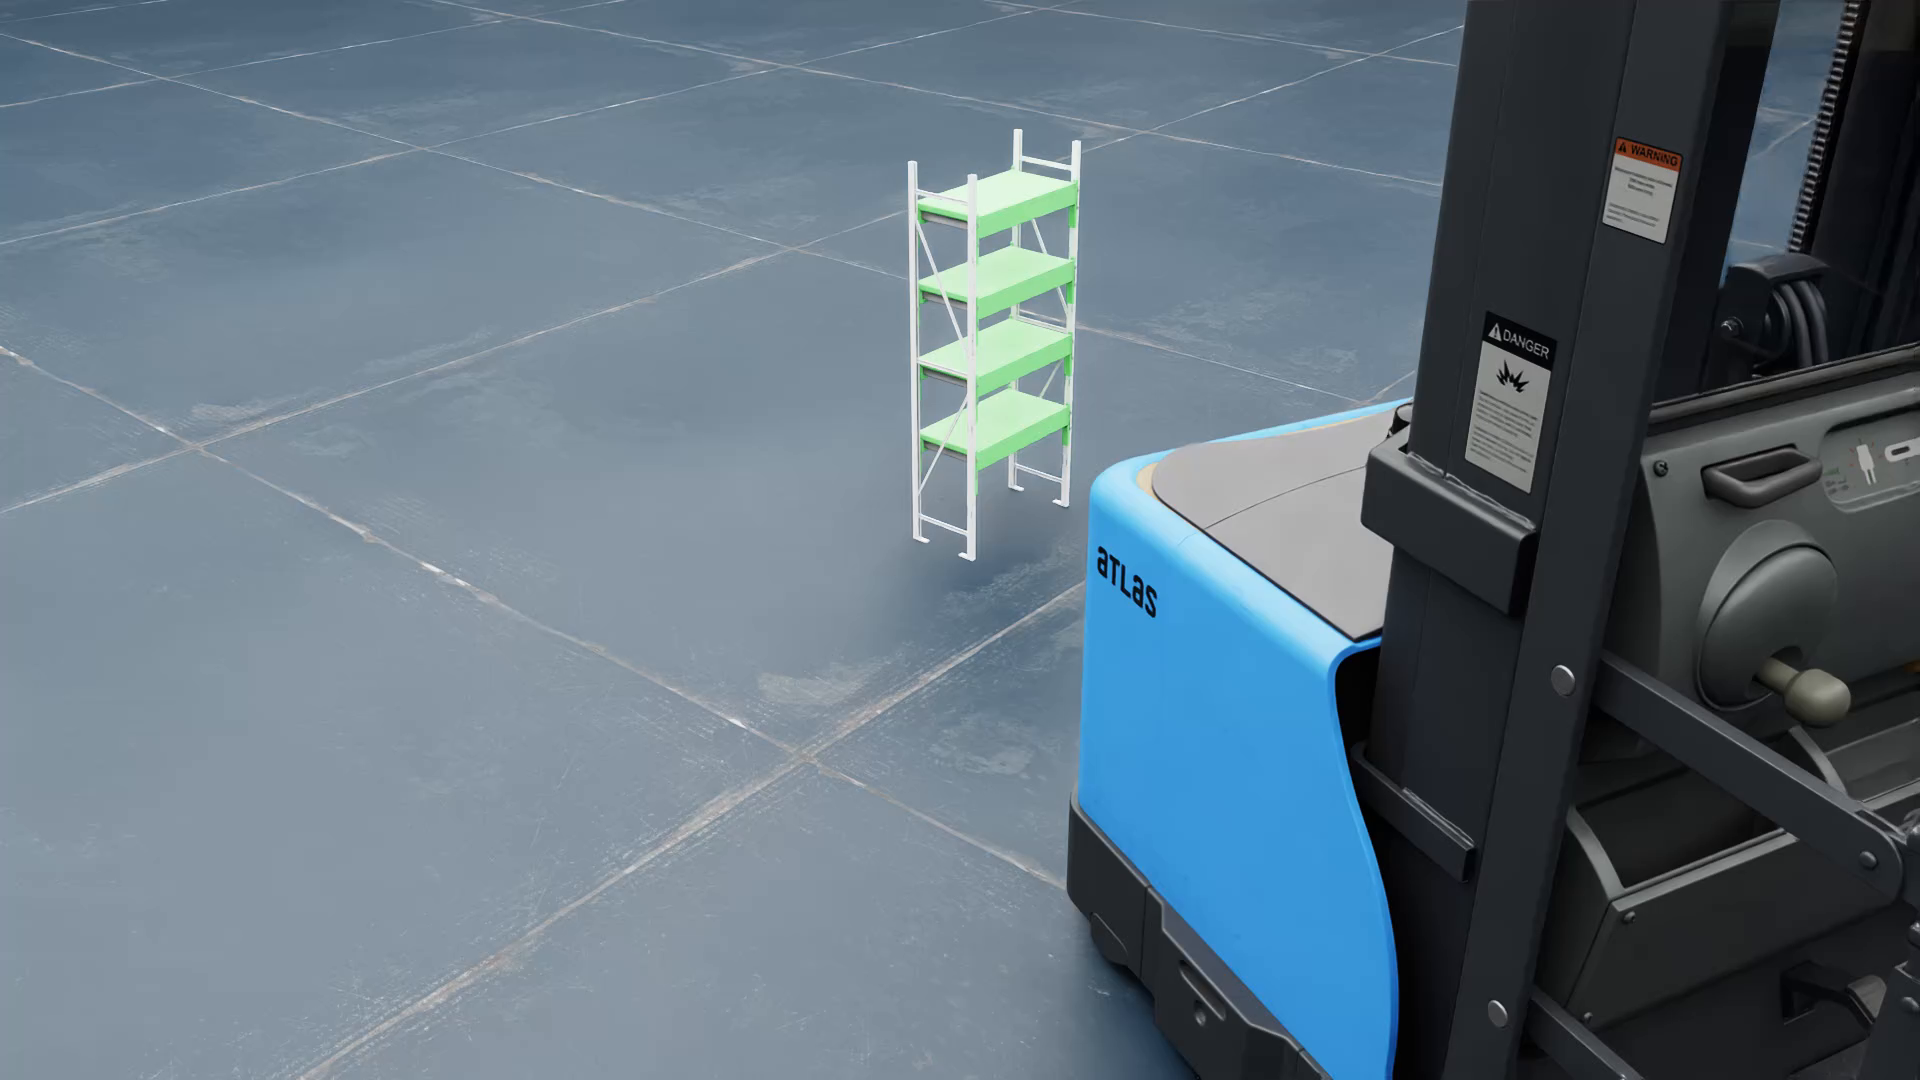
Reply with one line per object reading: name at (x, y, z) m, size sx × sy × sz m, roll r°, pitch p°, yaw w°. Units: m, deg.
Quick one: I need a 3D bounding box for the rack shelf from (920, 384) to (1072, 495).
rack shelf at (0.105, -0.322, 5.227) m, size 0.258 × 0.148 × 0.480 m, roll 21°, pitch 34°, yaw 34°

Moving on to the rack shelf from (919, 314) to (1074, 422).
rack shelf at (0.105, -0.535, 5.117) m, size 0.258 × 0.148 × 0.480 m, roll 21°, pitch 34°, yaw 34°

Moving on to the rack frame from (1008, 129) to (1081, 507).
rack frame at (0.261, -0.678, 5.255) m, size 0.240 × 1.200 × 0.015 m, roll 21°, pitch 34°, yaw 34°

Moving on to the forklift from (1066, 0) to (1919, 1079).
forklift at (1.341, 0.015, 2.031) m, size 1.130 × 2.935 × 3.031 m, roll -13°, pitch 30°, yaw -23°

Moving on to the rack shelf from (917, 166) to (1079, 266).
rack shelf at (0.105, -0.961, 4.897) m, size 0.258 × 0.148 × 0.480 m, roll 21°, pitch 34°, yaw 34°

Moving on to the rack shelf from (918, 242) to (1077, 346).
rack shelf at (0.105, -0.748, 5.007) m, size 0.258 × 0.148 × 0.480 m, roll 21°, pitch 34°, yaw 34°

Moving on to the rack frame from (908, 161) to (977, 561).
rack frame at (-0.050, -0.505, 4.921) m, size 0.240 × 1.200 × 0.015 m, roll 21°, pitch 34°, yaw 34°

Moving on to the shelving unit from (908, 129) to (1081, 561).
shelving unit at (0.105, -0.592, 5.088) m, size 0.258 × 1.200 × 0.503 m, roll 21°, pitch 34°, yaw 34°
